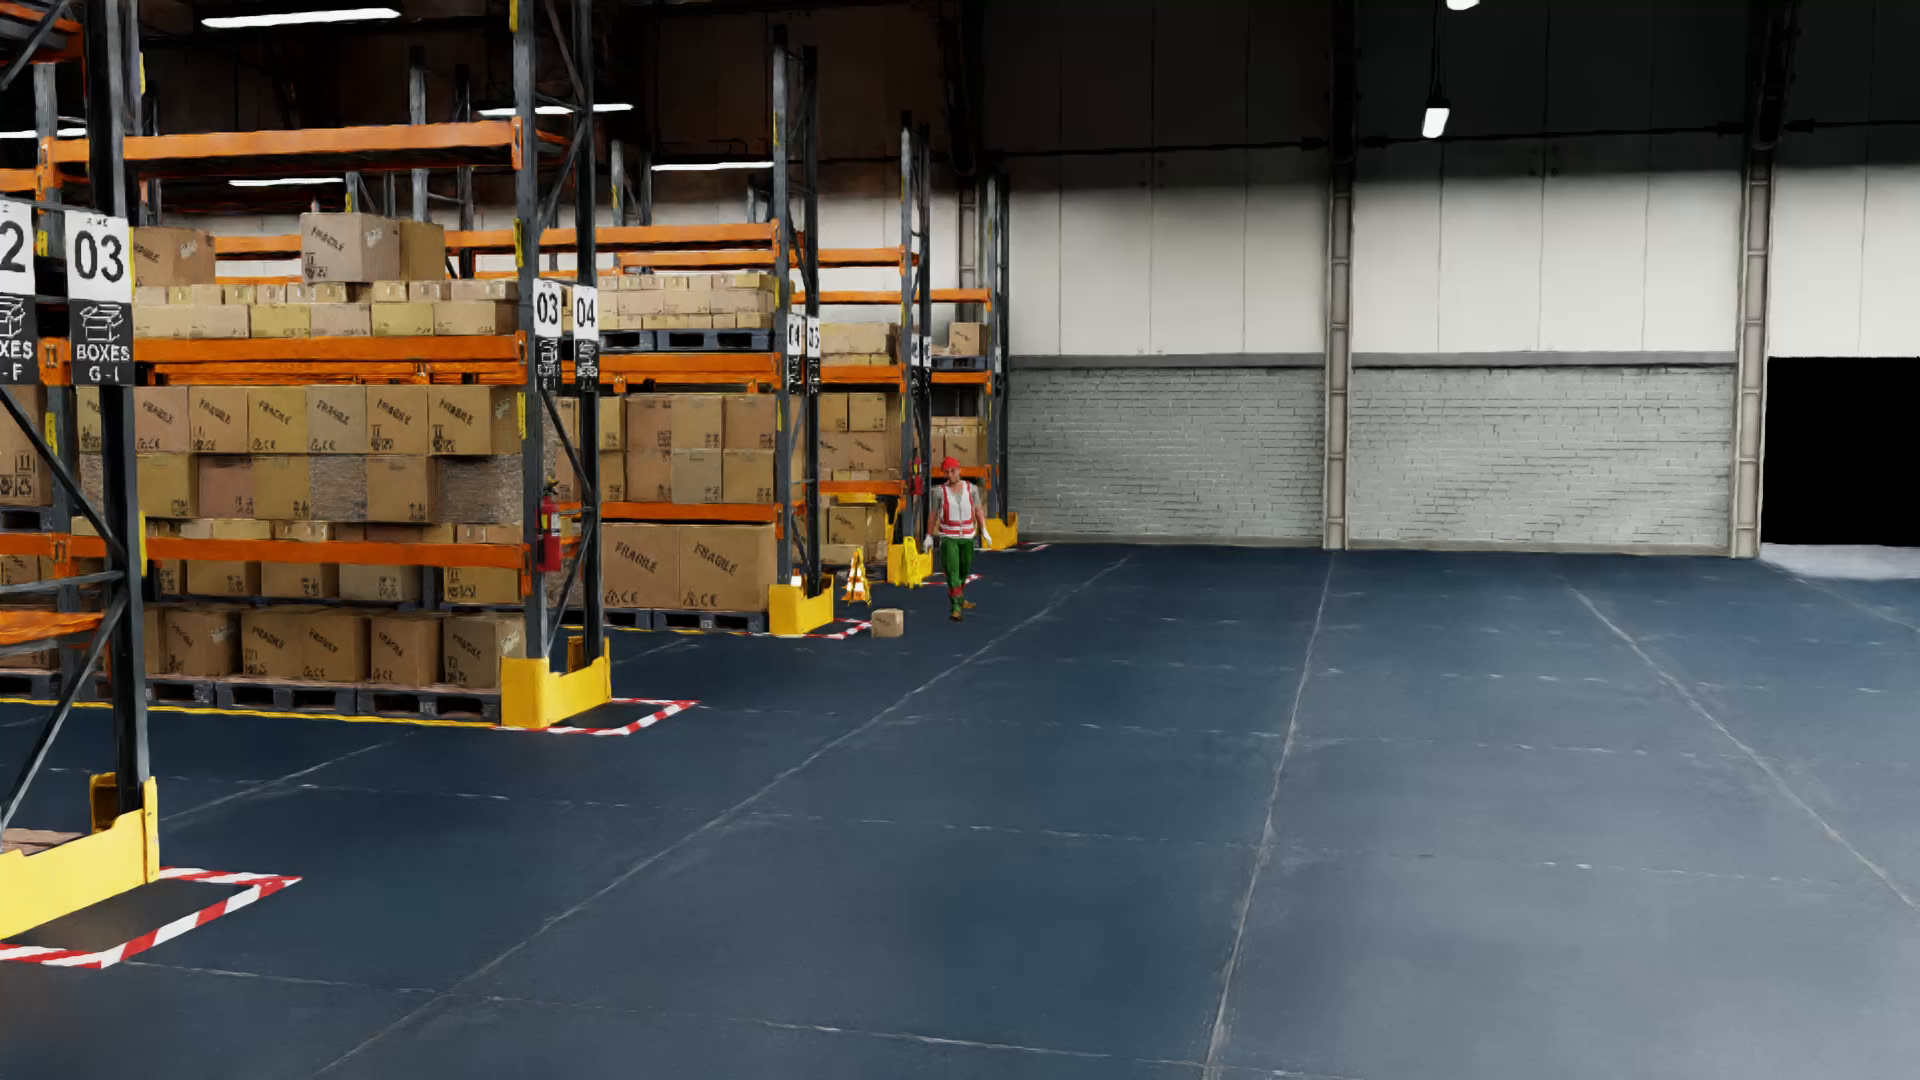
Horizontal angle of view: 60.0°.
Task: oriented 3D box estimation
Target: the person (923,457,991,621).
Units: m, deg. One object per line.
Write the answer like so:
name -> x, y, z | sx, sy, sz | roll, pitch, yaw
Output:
person -> -0.024, -0.028, 17.938 | 0.680, 1.751, 0.965 | -2, 5, -21
